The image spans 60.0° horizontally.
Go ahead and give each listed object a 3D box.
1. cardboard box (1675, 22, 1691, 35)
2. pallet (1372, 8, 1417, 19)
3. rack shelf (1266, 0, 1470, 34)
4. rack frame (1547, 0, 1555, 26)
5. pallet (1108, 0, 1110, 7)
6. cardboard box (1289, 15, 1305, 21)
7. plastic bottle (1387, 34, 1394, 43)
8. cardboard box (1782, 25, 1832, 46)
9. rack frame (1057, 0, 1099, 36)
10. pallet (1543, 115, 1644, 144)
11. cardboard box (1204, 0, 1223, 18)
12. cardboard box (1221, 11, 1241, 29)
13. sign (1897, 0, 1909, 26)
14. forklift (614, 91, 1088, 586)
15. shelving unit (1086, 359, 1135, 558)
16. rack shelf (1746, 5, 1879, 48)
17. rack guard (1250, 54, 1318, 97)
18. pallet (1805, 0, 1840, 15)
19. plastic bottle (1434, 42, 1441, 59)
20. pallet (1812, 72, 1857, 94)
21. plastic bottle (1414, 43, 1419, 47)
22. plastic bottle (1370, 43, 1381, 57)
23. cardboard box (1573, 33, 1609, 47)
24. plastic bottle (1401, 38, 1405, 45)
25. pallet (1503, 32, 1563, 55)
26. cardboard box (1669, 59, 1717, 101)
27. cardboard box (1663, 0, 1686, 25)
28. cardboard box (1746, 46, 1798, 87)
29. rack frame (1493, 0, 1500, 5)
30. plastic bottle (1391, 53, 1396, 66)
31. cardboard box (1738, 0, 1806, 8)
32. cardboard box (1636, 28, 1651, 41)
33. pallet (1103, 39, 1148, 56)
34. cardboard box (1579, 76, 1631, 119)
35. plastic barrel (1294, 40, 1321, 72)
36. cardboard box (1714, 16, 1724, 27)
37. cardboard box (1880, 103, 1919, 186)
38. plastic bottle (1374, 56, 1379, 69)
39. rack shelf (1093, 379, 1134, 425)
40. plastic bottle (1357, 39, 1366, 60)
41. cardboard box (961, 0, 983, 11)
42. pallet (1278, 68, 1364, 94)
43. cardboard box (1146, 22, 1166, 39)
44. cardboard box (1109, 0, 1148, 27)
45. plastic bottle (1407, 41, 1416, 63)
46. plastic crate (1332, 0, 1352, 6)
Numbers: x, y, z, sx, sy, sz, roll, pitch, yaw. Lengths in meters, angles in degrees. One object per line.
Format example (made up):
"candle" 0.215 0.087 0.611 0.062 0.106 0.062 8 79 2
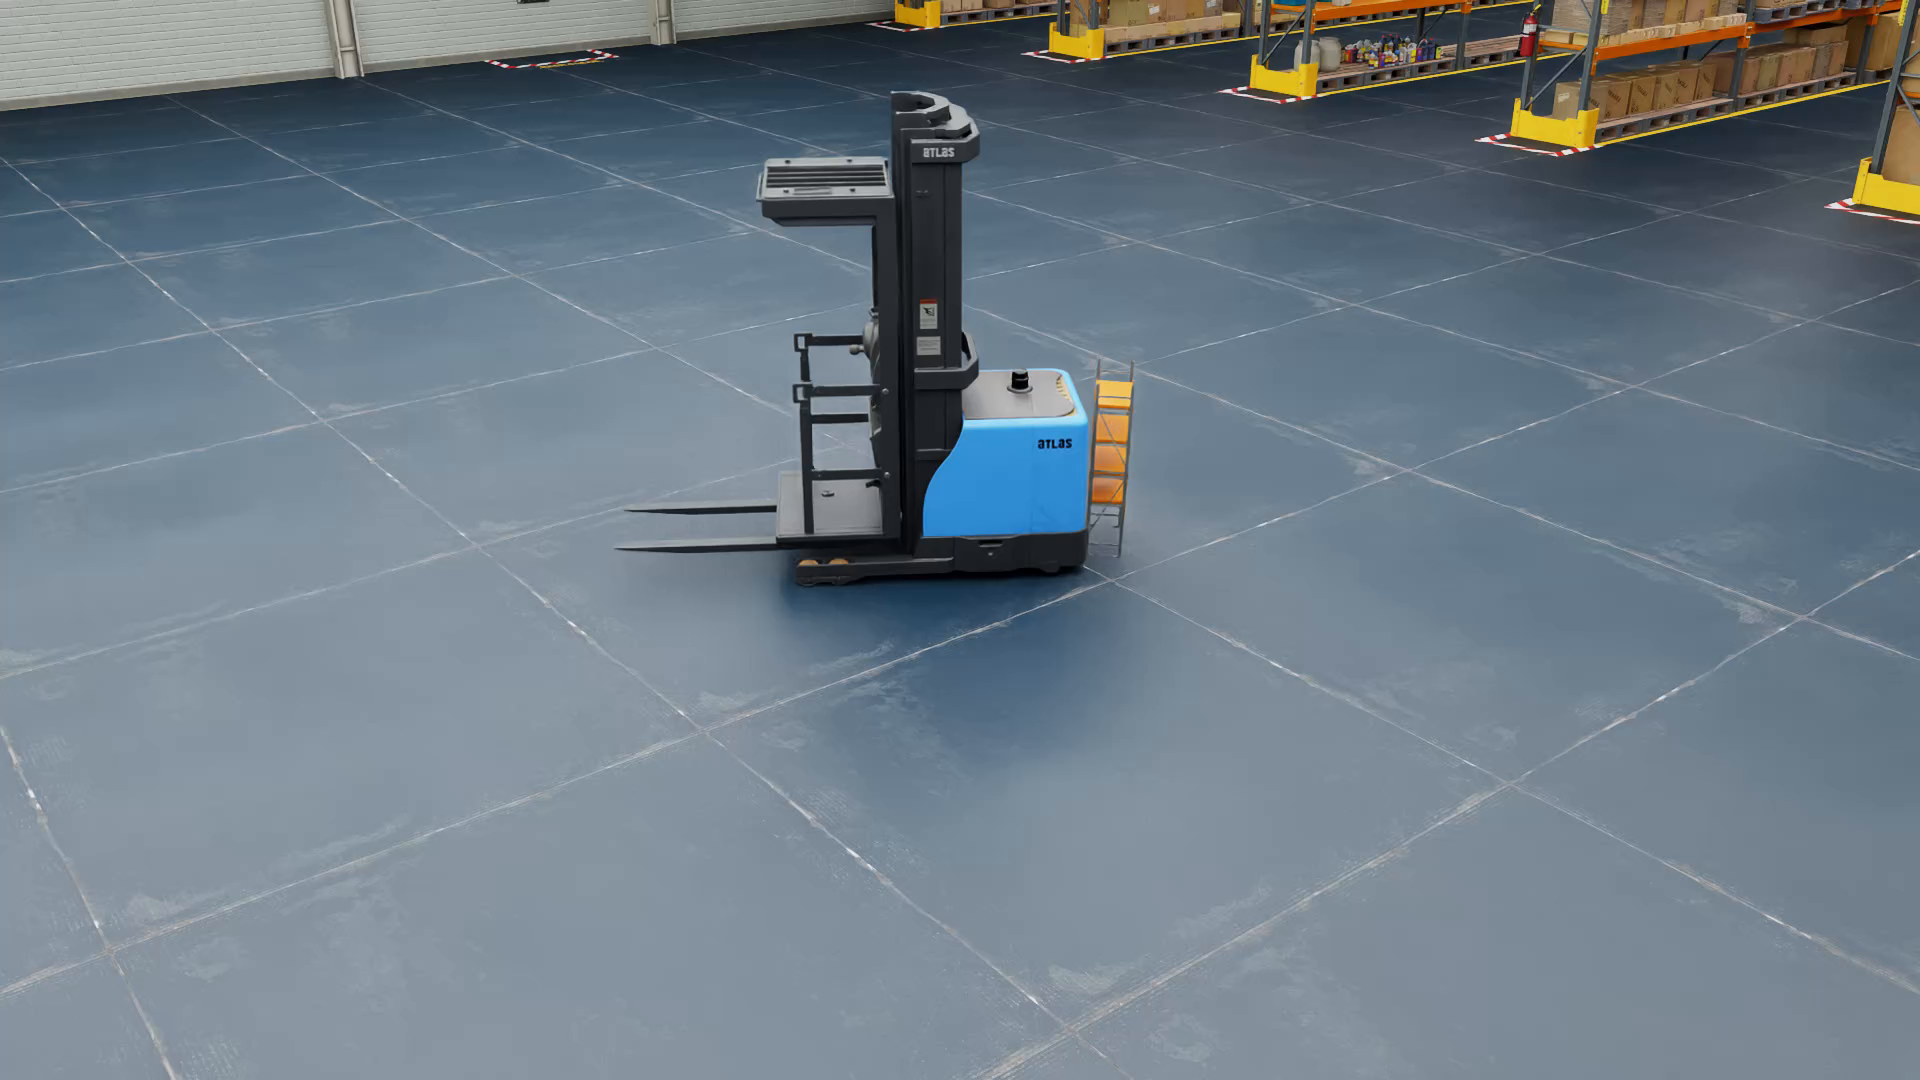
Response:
"cardboard box" 10.213 -7.343 23.807 0.250 0.149 0.380 -18 31 -34
"pallet" 9.039 -11.233 35.204 1.213 0.211 1.003 -18 31 -34
"rack shelf" 6.761 -8.790 27.481 4.000 0.370 1.077 -18 31 -34
"rack frame" 11.482 -10.675 30.688 0.127 3.000 1.000 -18 31 -34
"pallet" 2.833 -11.856 36.544 1.213 0.211 1.003 -18 31 -34
"cardboard box" 6.560 -10.511 33.103 0.500 0.250 0.500 -19 31 -36
"plastic bottle" 7.443 -8.562 28.758 0.185 0.351 0.144 -17 30 -33
"cardboard box" 13.618 -8.115 26.728 0.500 0.250 0.500 -14 29 -28
"rack frame" 2.133 -10.239 29.748 0.127 3.000 1.000 -18 31 -34
"pallet" 8.964 -5.910 23.734 1.213 0.211 1.003 -18 31 -34
"cardboard box" 4.650 -10.242 31.632 0.500 0.500 0.500 -18 31 -34
"cardboard box" 5.051 -10.028 32.062 0.500 0.250 0.500 -18 31 -34
"sign" 10.900 -6.103 19.179 0.005 0.325 0.100 -18 31 -34
"forklift" -0.728 -1.266 10.496 3.031 2.935 1.130 -2 25 -4
"shelving unit" 0.986 -0.539 10.976 0.258 1.200 0.503 4 25 4
"rack shelf" 12.965 -8.188 26.184 4.000 0.370 1.077 -18 31 -34
"rack guard" 5.218 -7.498 26.812 0.348 0.500 1.175 -18 31 -34
"pallet" 13.006 -8.419 26.056 1.213 0.211 1.003 -18 31 -34
"plastic bottle" 8.159 -8.369 28.423 0.133 0.283 0.061 -17 30 -32
"pallet" 13.922 -7.567 27.303 1.213 0.211 1.003 -18 31 -34
"plastic bottle" 7.743 -8.330 28.348 0.135 0.276 0.152 -18 31 -34
"plastic bottle" 7.071 -8.326 28.339 0.135 0.276 0.152 -18 31 -34
"cardboard box" 8.614 -6.837 22.717 0.250 0.149 0.380 -18 31 -34
"plastic bottle" 7.642 -8.537 28.787 0.133 0.283 0.061 -18 31 -34
"pallet" 10.849 -9.222 30.869 1.213 0.211 1.003 -18 31 -34
"cardboard box" 11.051 -6.961 25.156 0.500 0.500 0.500 -19 31 -36
"cardboard box" 9.833 -7.681 23.765 0.500 0.500 0.875 -18 31 -34
"cardboard box" 12.714 -7.476 26.242 0.500 0.500 0.700 -21 32 -38
"rack frame" 11.576 -13.356 36.464 0.127 3.000 1.000 -18 31 -34
"plastic bottle" 7.232 -8.035 27.802 0.097 0.201 0.097 0 25 0
"cardboard box" 12.102 -8.618 25.044 1.000 1.000 1.000 -18 30 -34
"cardboard box" 9.414 -7.090 23.262 0.250 0.149 0.380 -18 31 -34
"pallet" 2.709 -9.186 30.793 1.213 0.211 1.003 -18 31 -34
"cardboard box" 9.194 -6.336 23.809 0.500 0.500 0.500 -10 27 -21
"plastic barrel" 5.657 -7.855 27.068 0.421 0.512 0.421 0 25 0
"cardboard box" 10.967 -7.621 24.406 0.250 0.149 0.380 -18 31 -34
"cardboard box" 11.717 -4.711 19.863 0.875 0.875 0.875 -18 30 -34
"plastic bottle" 6.887 -7.922 27.557 0.097 0.201 0.097 0 25 0
"rack shelf" 0.999 -0.895 10.809 0.258 0.148 0.480 4 25 4
"plastic bottle" 6.814 -8.354 28.311 0.185 0.351 0.144 -17 30 -32
"cardboard box" 0.122 -11.157 34.397 0.500 0.311 0.500 -15 29 -30
"pallet" 5.860 -7.576 27.324 1.213 0.211 1.003 -18 31 -34
"cardboard box" 3.477 -9.508 30.942 0.500 0.250 0.500 -18 31 -34
"cardboard box" 3.085 -9.718 30.503 0.500 0.500 0.500 -18 31 -34
"plastic bottle" 7.600 -8.237 28.060 0.185 0.351 0.144 -18 31 -34
"plastic crate" 6.089 -8.603 26.537 0.250 0.136 0.298 -18 31 -34
